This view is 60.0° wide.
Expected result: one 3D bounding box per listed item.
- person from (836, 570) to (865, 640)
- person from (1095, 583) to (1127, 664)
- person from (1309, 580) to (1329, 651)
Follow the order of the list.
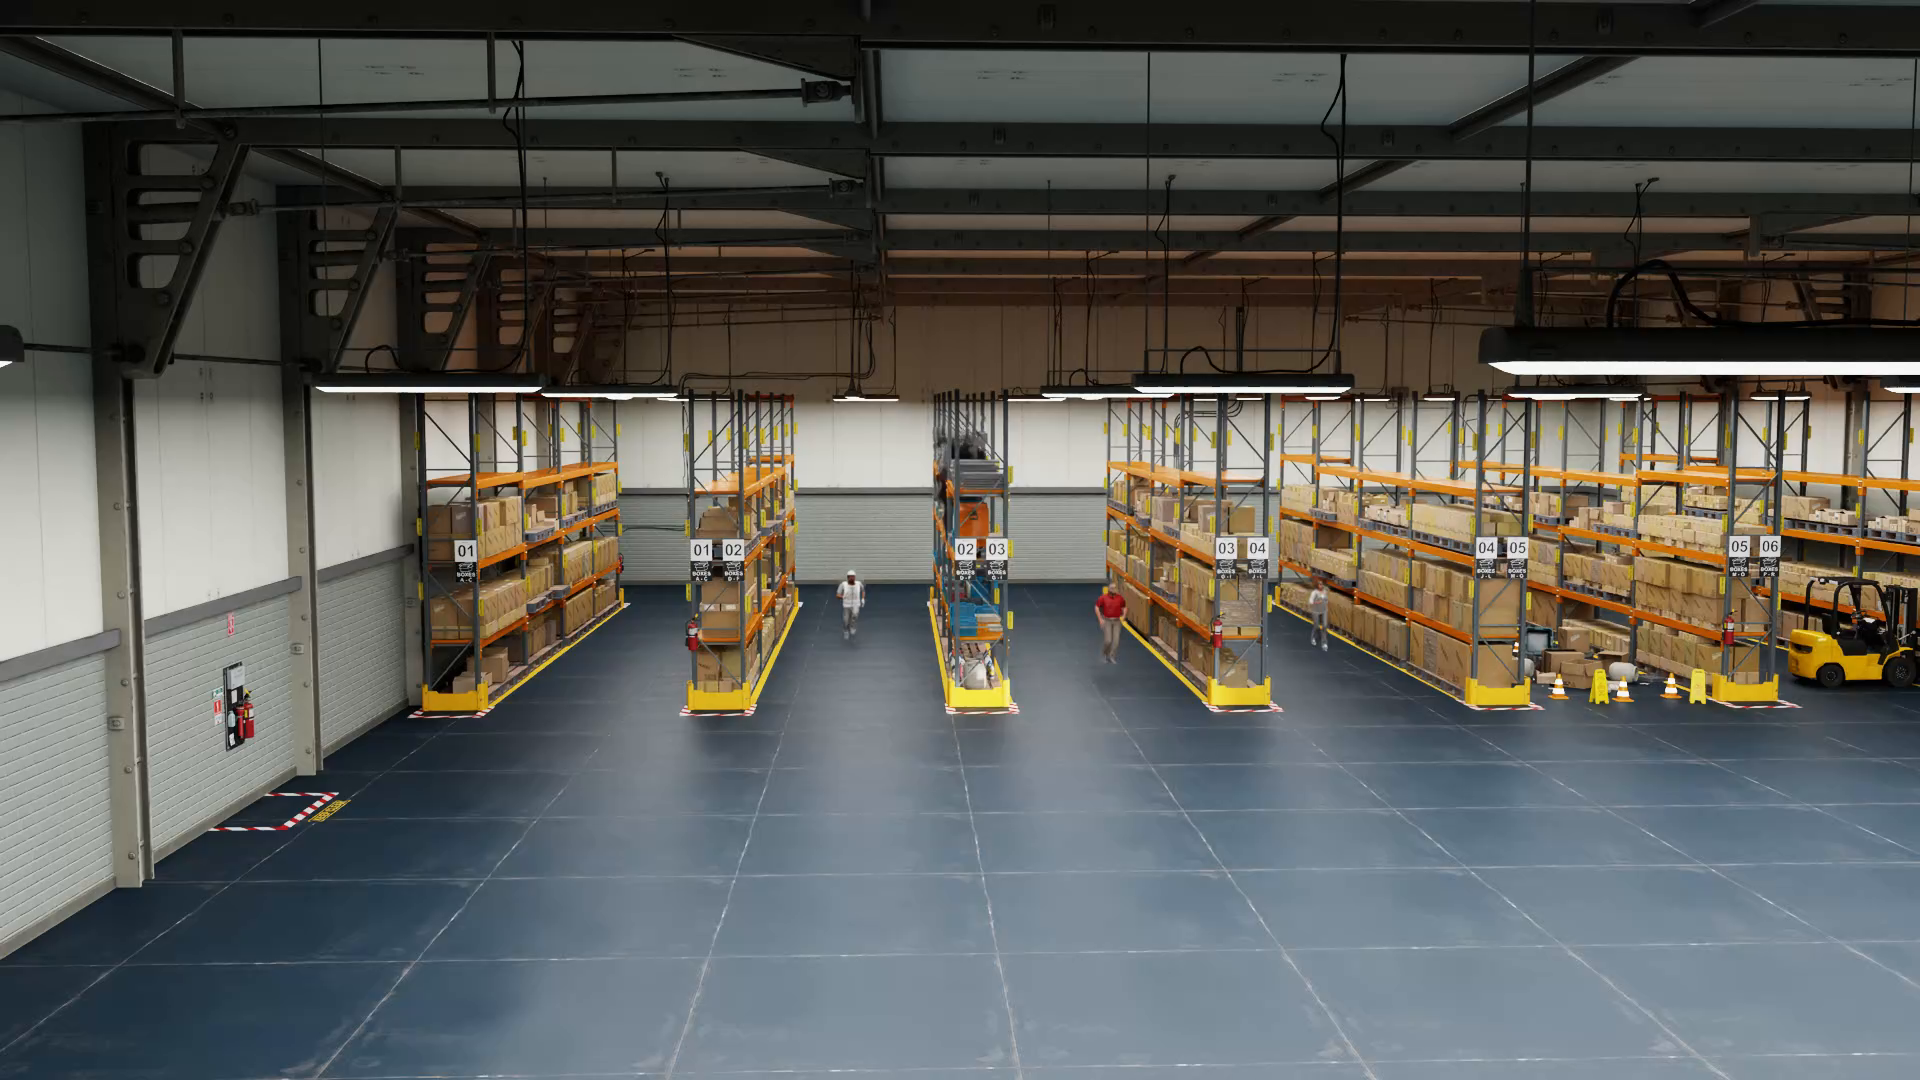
[{"bbox_3d":[-2.594,1.563,39.556,0.701,1.698,0.934,-1,5,-9],"label":"person"},{"bbox_3d":[3.191,1.762,34.837,0.678,1.731,0.560,-1,5,-13],"label":"person"},{"bbox_3d":[8.411,1.823,38.883,0.532,1.428,0.798,-1,5,-7],"label":"person"}]
